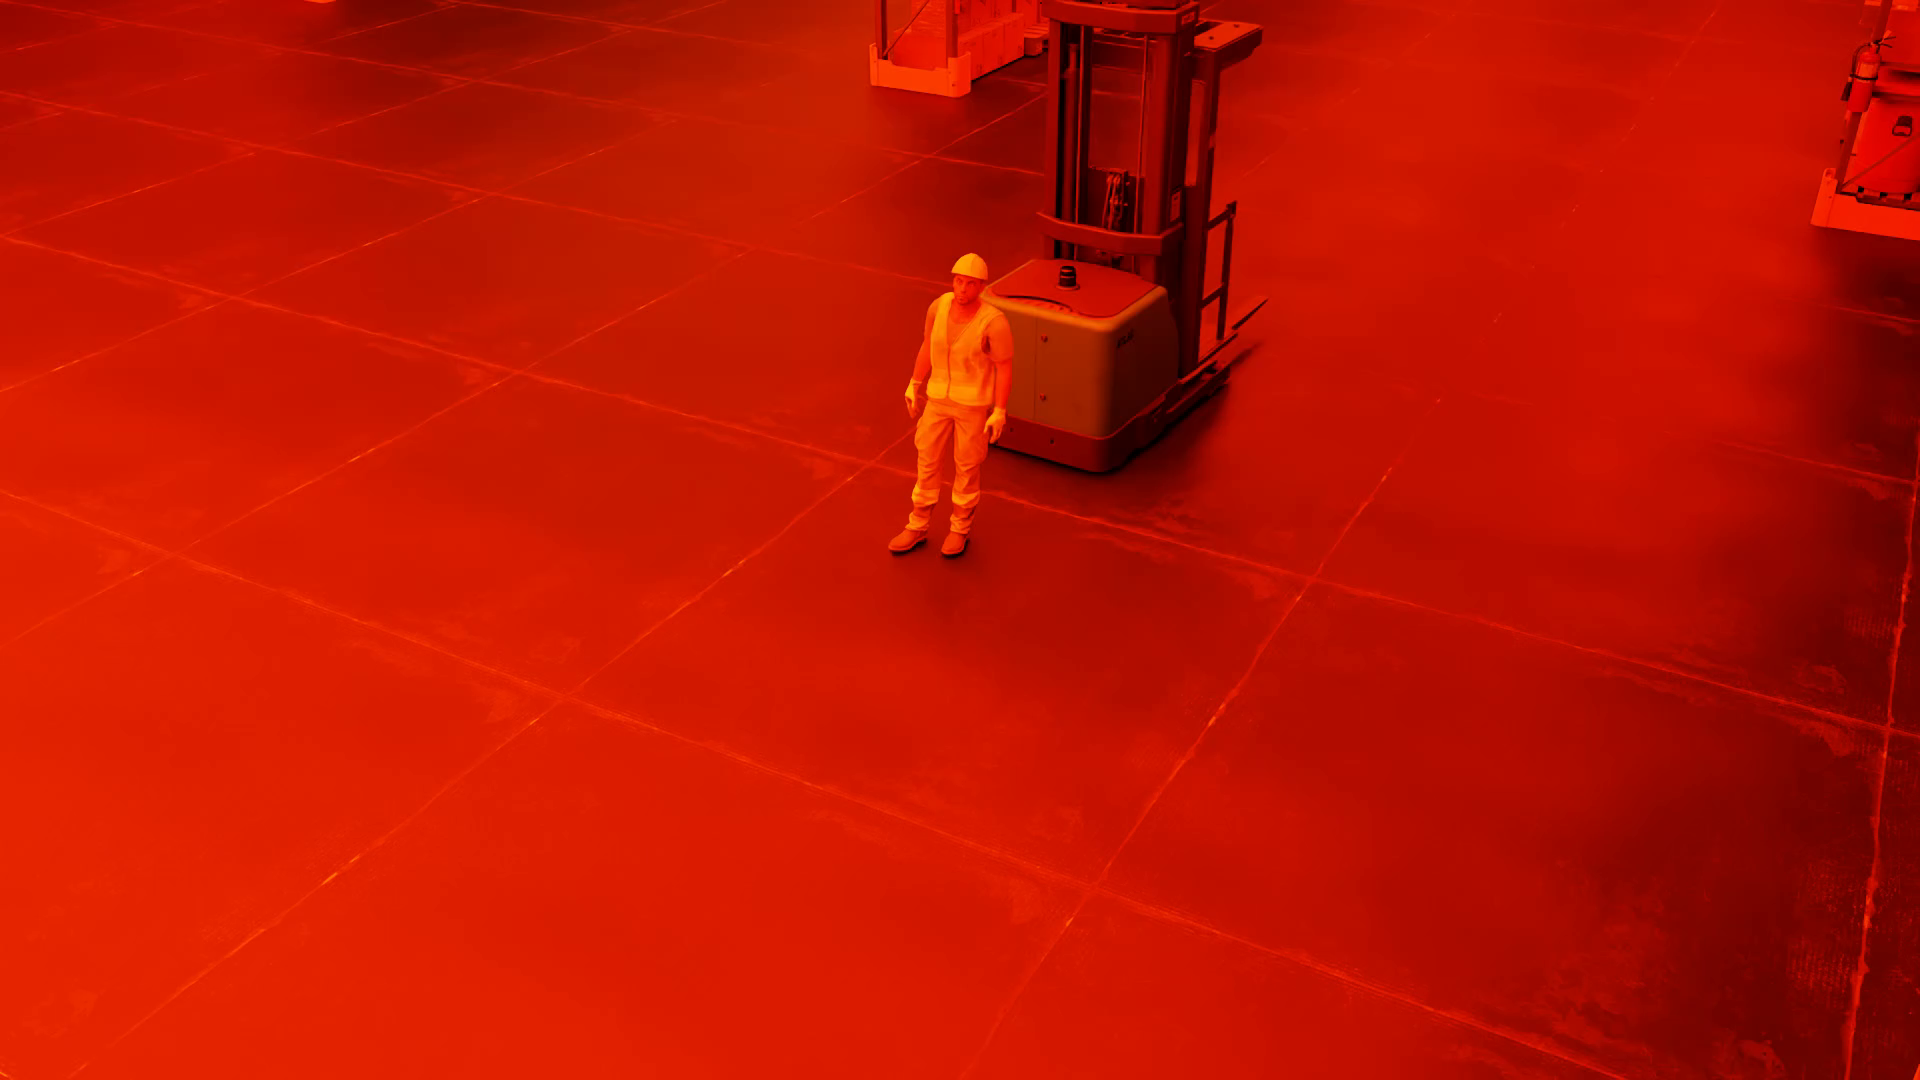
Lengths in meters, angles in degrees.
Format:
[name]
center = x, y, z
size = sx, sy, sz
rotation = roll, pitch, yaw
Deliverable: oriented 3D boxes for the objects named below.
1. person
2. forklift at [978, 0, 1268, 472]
[person]
center = -0.048, -0.748, 9.495
size = 0.638, 1.789, 0.562
rotation = 15, 33, 25
[forklift]
center = 1.279, -2.398, 11.226
size = 1.130, 2.935, 3.031
rotation = 17, 34, 28
